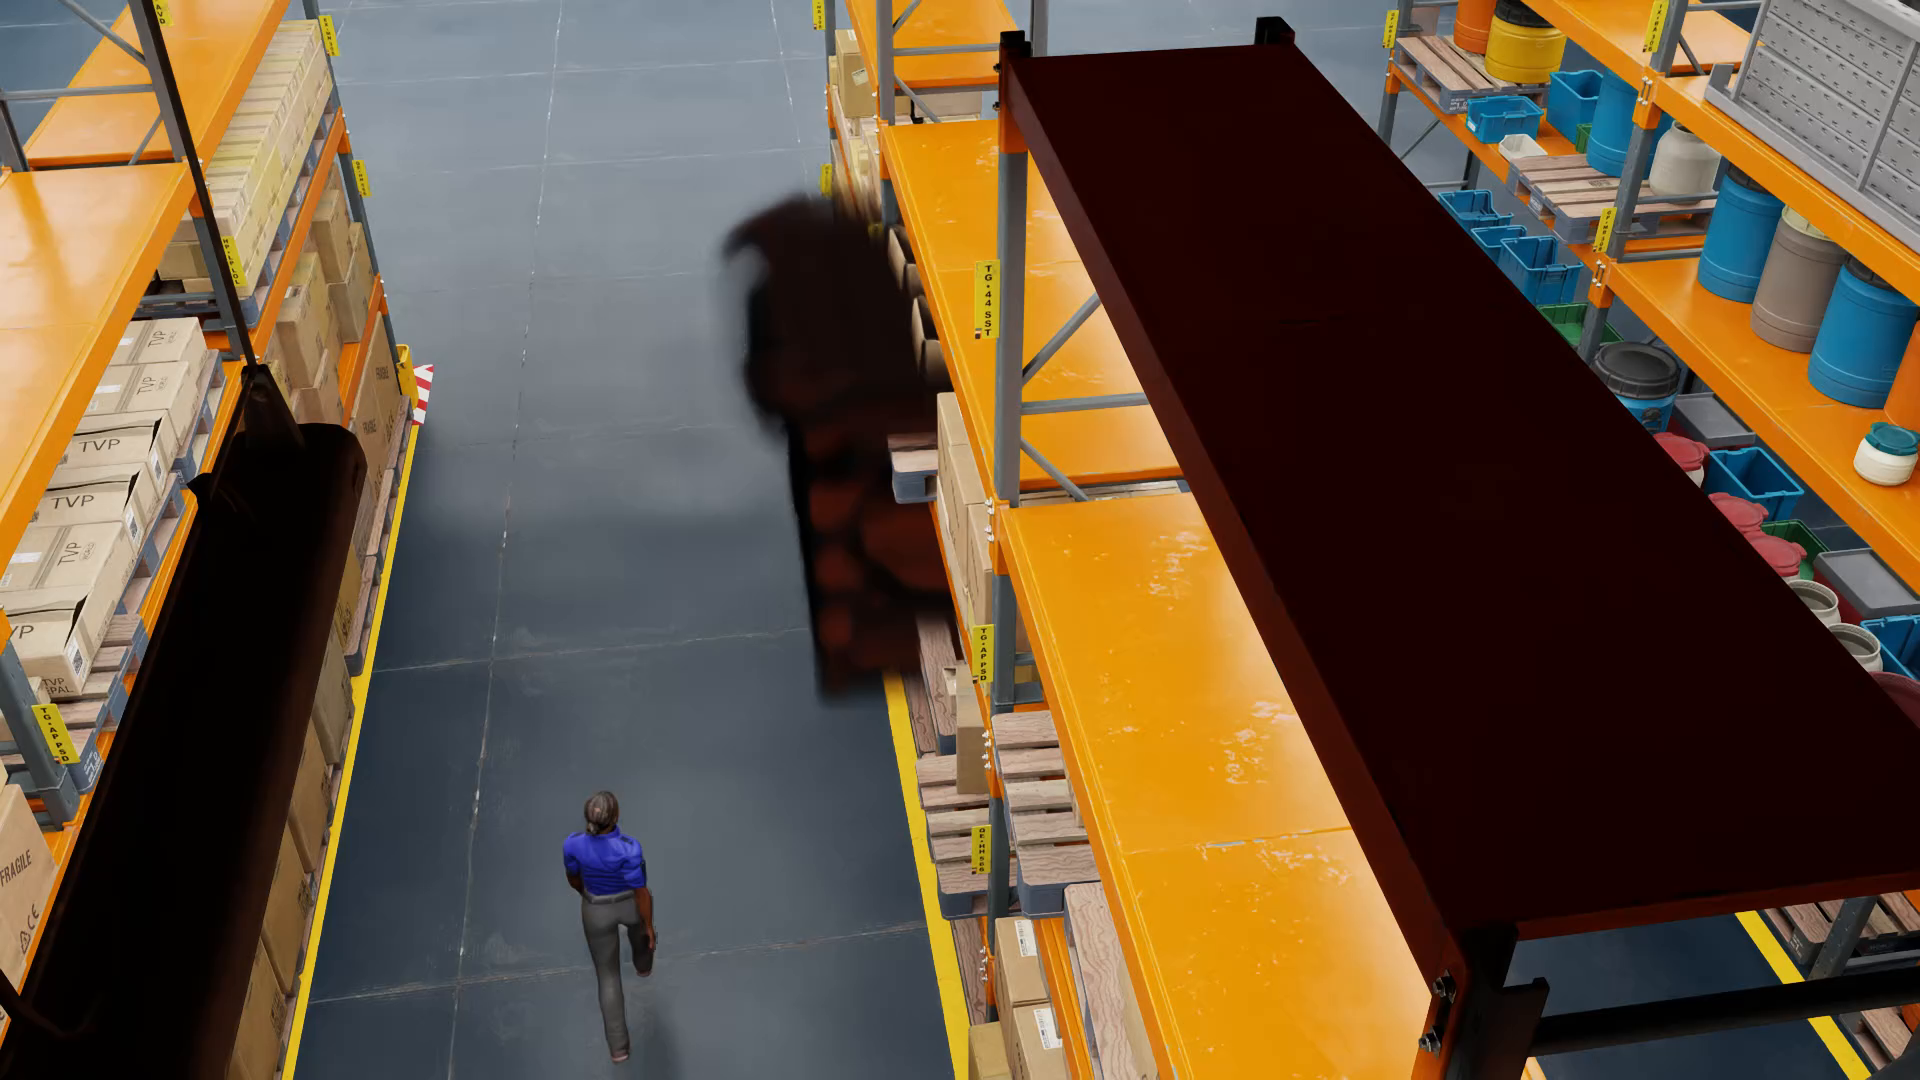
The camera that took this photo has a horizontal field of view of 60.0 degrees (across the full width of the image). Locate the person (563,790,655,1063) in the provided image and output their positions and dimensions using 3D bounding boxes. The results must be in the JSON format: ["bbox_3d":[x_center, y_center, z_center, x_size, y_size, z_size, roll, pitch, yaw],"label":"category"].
[{"bbox_3d":[-1.862,1.984,8.919,0.415,1.623,0.920,-9,37,-12],"label":"person"}]
